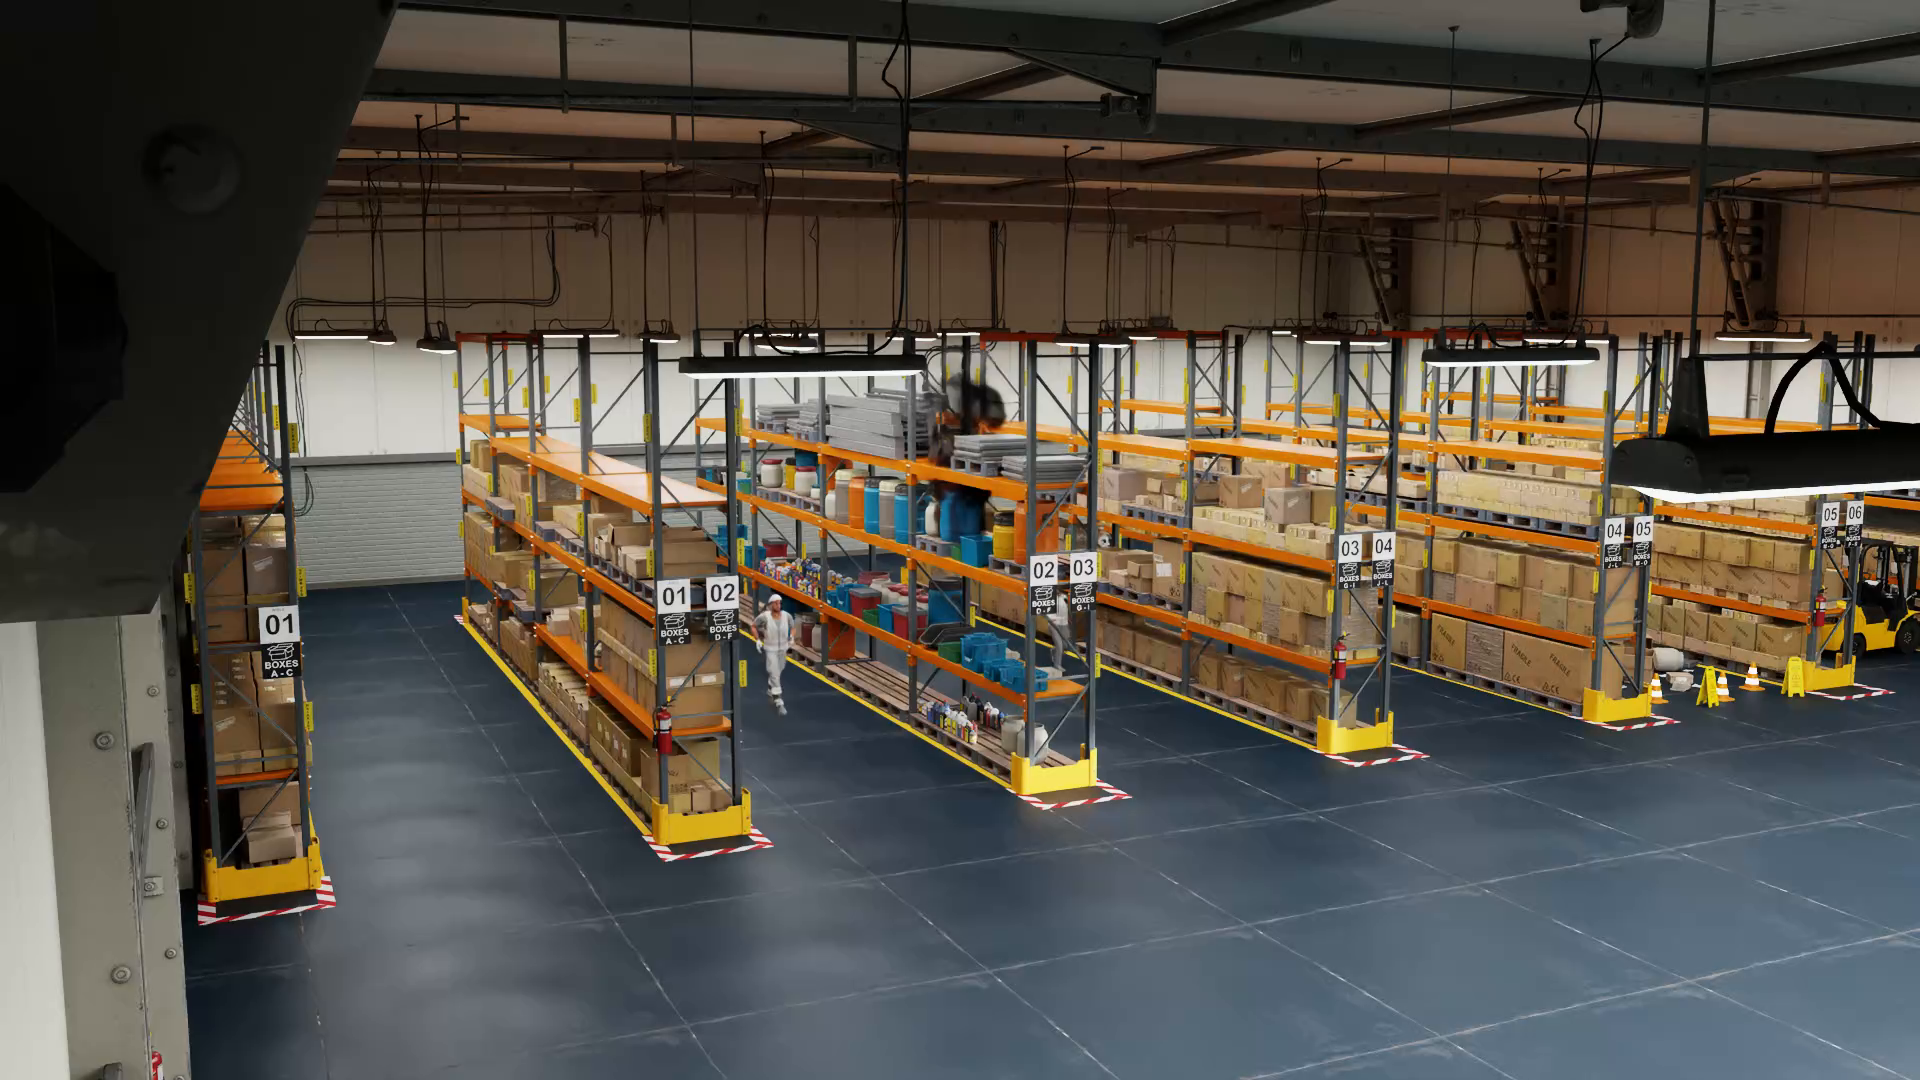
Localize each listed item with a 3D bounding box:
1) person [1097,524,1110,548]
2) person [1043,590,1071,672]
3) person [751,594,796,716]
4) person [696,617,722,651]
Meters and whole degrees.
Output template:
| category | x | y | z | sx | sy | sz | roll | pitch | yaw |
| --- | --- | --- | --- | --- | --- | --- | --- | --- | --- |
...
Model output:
| category | x | y | z | sx | sy | sz | roll | pitch | yaw |
| --- | --- | --- | --- | --- | --- | --- | --- | --- | --- |
| person | 3.089 | 0.414 | 37.836 | 0.600 | 1.608 | 0.834 | -4 | 9 | -27 |
| person | 1.733 | 1.516 | 29.717 | 0.573 | 1.644 | 0.566 | -4 | 9 | -29 |
| person | -2.821 | 1.721 | 25.539 | 0.658 | 1.819 | 0.886 | -4 | 9 | -29 |
| person | -4.230 | 1.711 | 28.451 | 0.506 | 1.582 | 0.656 | -6 | 10 | -38 |
